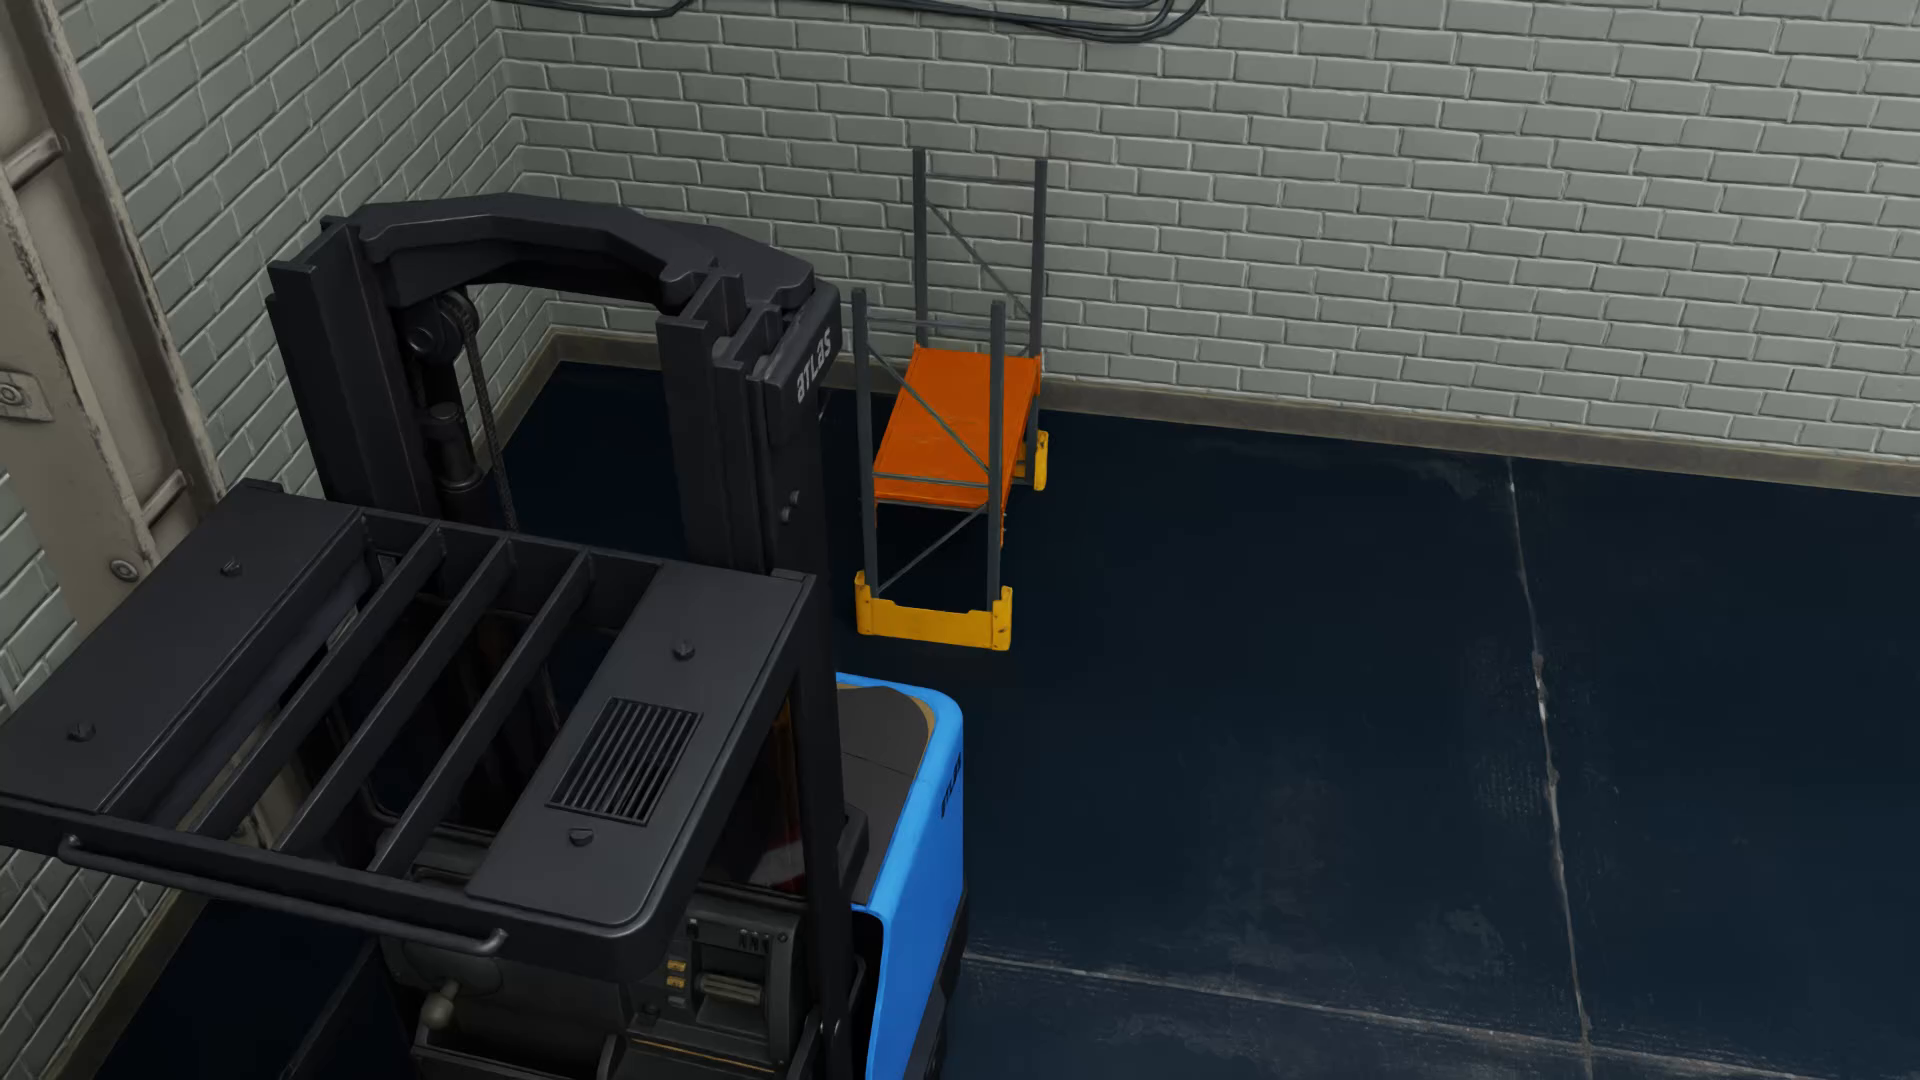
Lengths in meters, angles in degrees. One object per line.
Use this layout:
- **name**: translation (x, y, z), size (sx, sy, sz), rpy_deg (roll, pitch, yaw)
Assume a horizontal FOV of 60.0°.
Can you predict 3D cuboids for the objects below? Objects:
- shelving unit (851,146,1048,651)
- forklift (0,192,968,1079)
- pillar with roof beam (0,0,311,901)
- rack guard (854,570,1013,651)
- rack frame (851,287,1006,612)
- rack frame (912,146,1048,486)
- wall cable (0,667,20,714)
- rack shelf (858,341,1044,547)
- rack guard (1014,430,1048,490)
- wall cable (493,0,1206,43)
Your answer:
- **shelving unit**: translation (-0.013, -0.530, 6.214), size (0.587, 1.500, 1.083), rpy_deg (6, 40, 8)
- **forklift**: translation (-0.838, 0.952, 3.298), size (1.130, 2.935, 3.031), rpy_deg (9, 40, 11)
- **pillar with roof beam**: translation (1.975, -1.953, 2.050), size (9.100, 9.000, 0.400), rpy_deg (6, 40, 8)
- **rack guard**: translation (-0.099, 0.264, 6.234), size (0.587, 0.250, 0.087), rpy_deg (6, 40, 8)
- **rack frame**: translation (-0.103, -0.205, 5.821), size (0.500, 1.500, 0.032), rpy_deg (6, 40, 8)
- **rack frame**: translation (0.073, -0.844, 6.593), size (0.500, 1.500, 0.032), rpy_deg (6, 40, 8)
- **wall cable**: translation (-2.590, 0.375, 3.145), size (0.084, 1.984, 1.851), rpy_deg (6, 40, 8)
- **rack shelf**: translation (-0.015, -0.386, 6.322), size (0.538, 0.185, 1.000), rpy_deg (6, 40, 8)
- **rack guard**: translation (0.073, -0.361, 6.991), size (0.587, 0.250, 0.087), rpy_deg (6, 40, 8)
- **wall cable**: translation (-0.549, -2.951, 5.694), size (3.097, 2.526, 0.112), rpy_deg (6, 40, 8)
